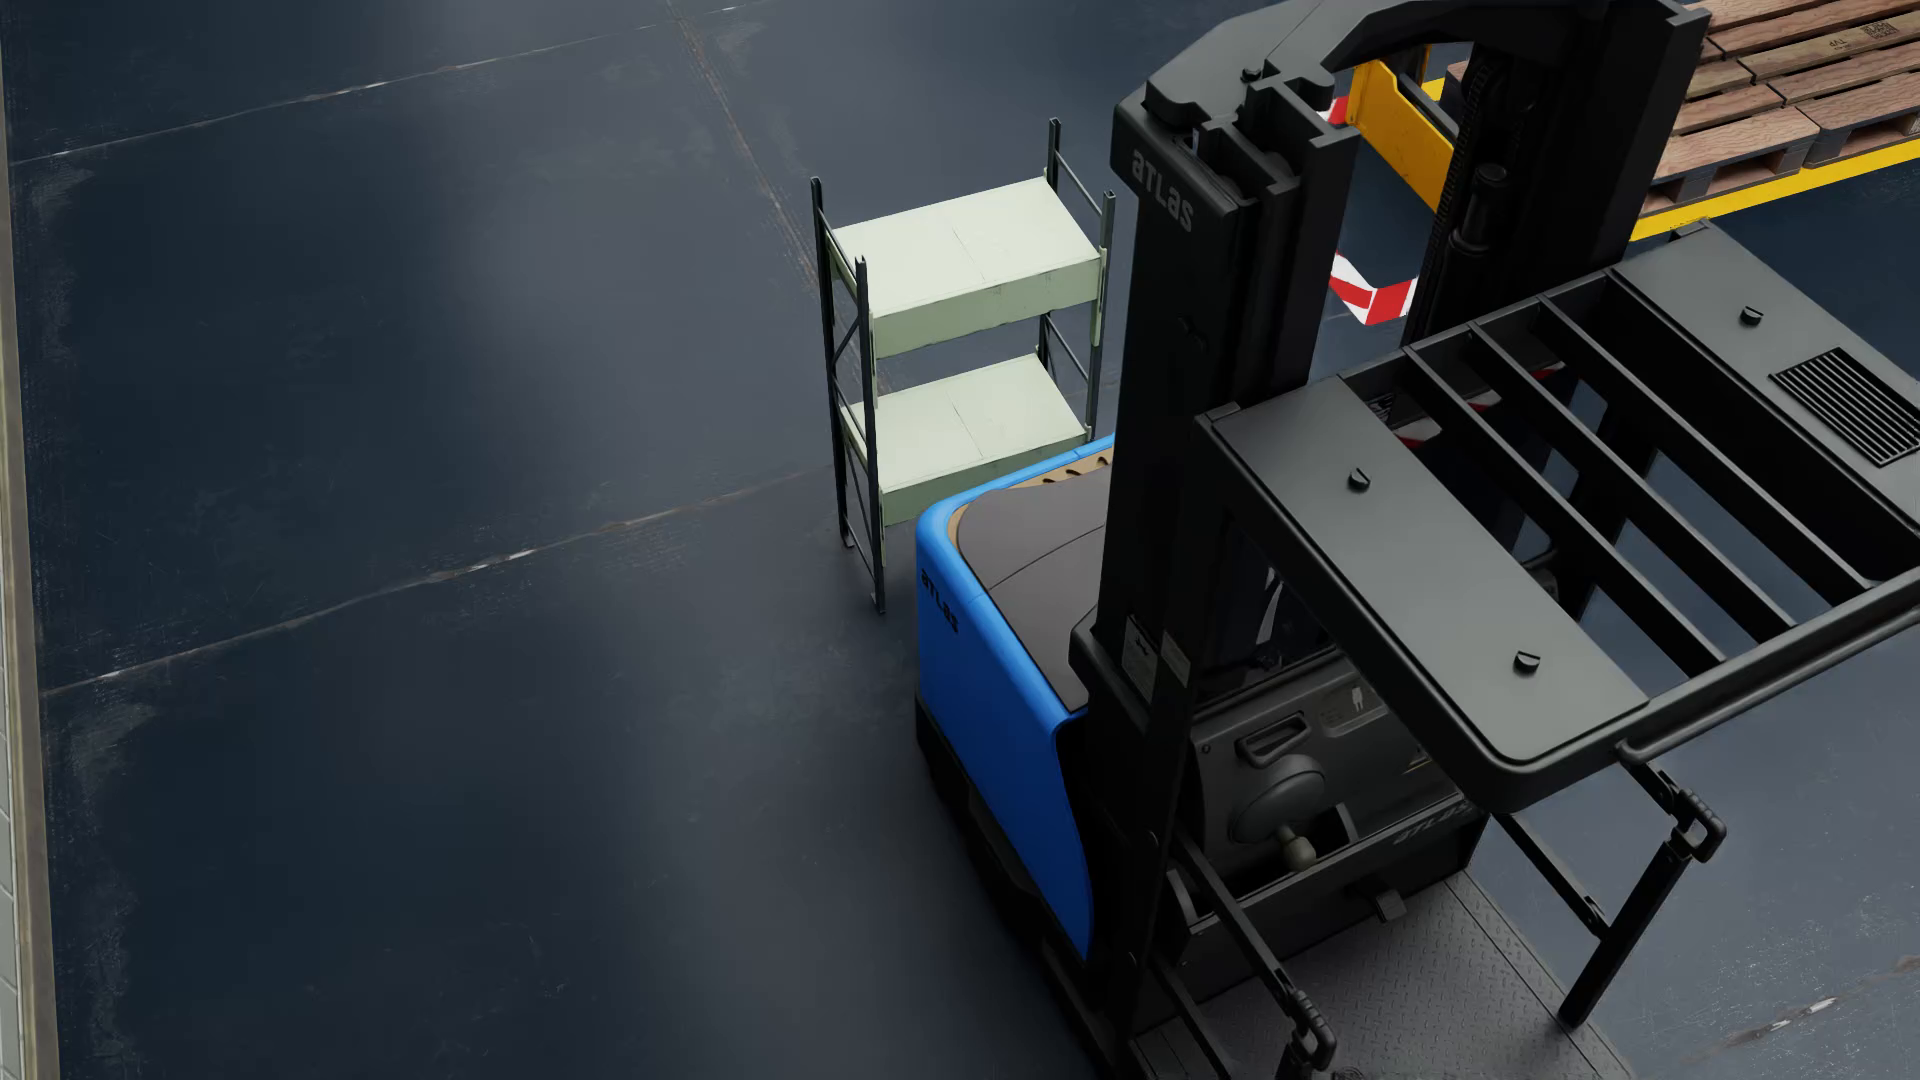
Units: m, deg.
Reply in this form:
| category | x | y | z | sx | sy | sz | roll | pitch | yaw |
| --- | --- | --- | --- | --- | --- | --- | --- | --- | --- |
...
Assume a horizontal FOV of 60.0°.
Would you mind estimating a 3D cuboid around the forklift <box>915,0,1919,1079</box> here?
| category | x | y | z | sx | sy | sz | roll | pitch | yaw |
| --- | --- | --- | --- | --- | --- | --- | --- | --- | --- |
| forklift | 0.993 | 0.489 | 3.398 | 1.130 | 2.935 | 3.031 | -22 | 53 | -18 |

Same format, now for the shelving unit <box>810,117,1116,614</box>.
| category | x | y | z | sx | sy | sz | roll | pitch | yaw |
| --- | --- | --- | --- | --- | --- | --- | --- | --- | --- |
| shelving unit | 0.006 | -0.491 | 5.183 | 0.755 | 1.500 | 0.431 | -17 | 52 | -14 |

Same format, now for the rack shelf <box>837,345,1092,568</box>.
| category | x | y | z | sx | sy | sz | roll | pitch | yaw |
| --- | --- | --- | --- | --- | --- | --- | --- | --- | --- |
| rack shelf | 0.006 | -0.278 | 5.430 | 0.720 | 0.370 | 0.431 | -17 | 52 | -14 |

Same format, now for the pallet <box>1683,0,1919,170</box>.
| category | x | y | z | sx | sy | sz | roll | pitch | yaw |
| --- | --- | --- | --- | --- | --- | --- | --- | --- | --- |
| pallet | 3.983 | -2.166 | 7.471 | 1.213 | 0.211 | 1.003 | -17 | 52 | -14 |

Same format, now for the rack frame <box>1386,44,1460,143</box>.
| category | x | y | z | sx | sy | sz | roll | pitch | yaw |
| --- | --- | --- | --- | --- | --- | --- | --- | --- | --- |
| rack frame | 2.078 | -2.518 | 5.935 | 0.127 | 3.000 | 1.000 | -17 | 52 | -14 |

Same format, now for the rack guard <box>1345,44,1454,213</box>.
| category | x | y | z | sx | sy | sz | roll | pitch | yaw |
| --- | --- | --- | --- | --- | --- | --- | --- | --- | --- |
| rack guard | 2.060 | -1.687 | 6.870 | 0.348 | 0.500 | 1.175 | -17 | 52 | -14 |

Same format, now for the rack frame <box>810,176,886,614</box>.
| category | x | y | z | sx | sy | sz | roll | pitch | yaw |
| --- | --- | --- | --- | --- | --- | --- | --- | --- | --- |
| rack frame | -0.333 | -0.386 | 5.093 | 0.023 | 1.500 | 0.400 | -17 | 52 | -14 |

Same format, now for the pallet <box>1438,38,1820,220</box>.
| category | x | y | z | sx | sy | sz | roll | pitch | yaw |
| --- | --- | --- | --- | --- | --- | --- | --- | --- | --- |
| pallet | 2.856 | -1.819 | 7.173 | 1.213 | 0.211 | 1.003 | -17 | 52 | -14 |

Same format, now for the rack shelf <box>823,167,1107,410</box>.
| category | x | y | z | sx | sy | sz | roll | pitch | yaw |
| --- | --- | --- | --- | --- | --- | --- | --- | --- | --- |
| rack shelf | 0.006 | -0.745 | 4.887 | 0.720 | 0.370 | 0.431 | -17 | 52 | -14 |

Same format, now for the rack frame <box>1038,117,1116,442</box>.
| category | x | y | z | sx | sy | sz | roll | pitch | yaw |
| --- | --- | --- | --- | --- | --- | --- | --- | --- | --- |
| rack frame | 0.345 | -0.596 | 5.273 | 0.023 | 1.500 | 0.400 | -17 | 52 | -14 |
